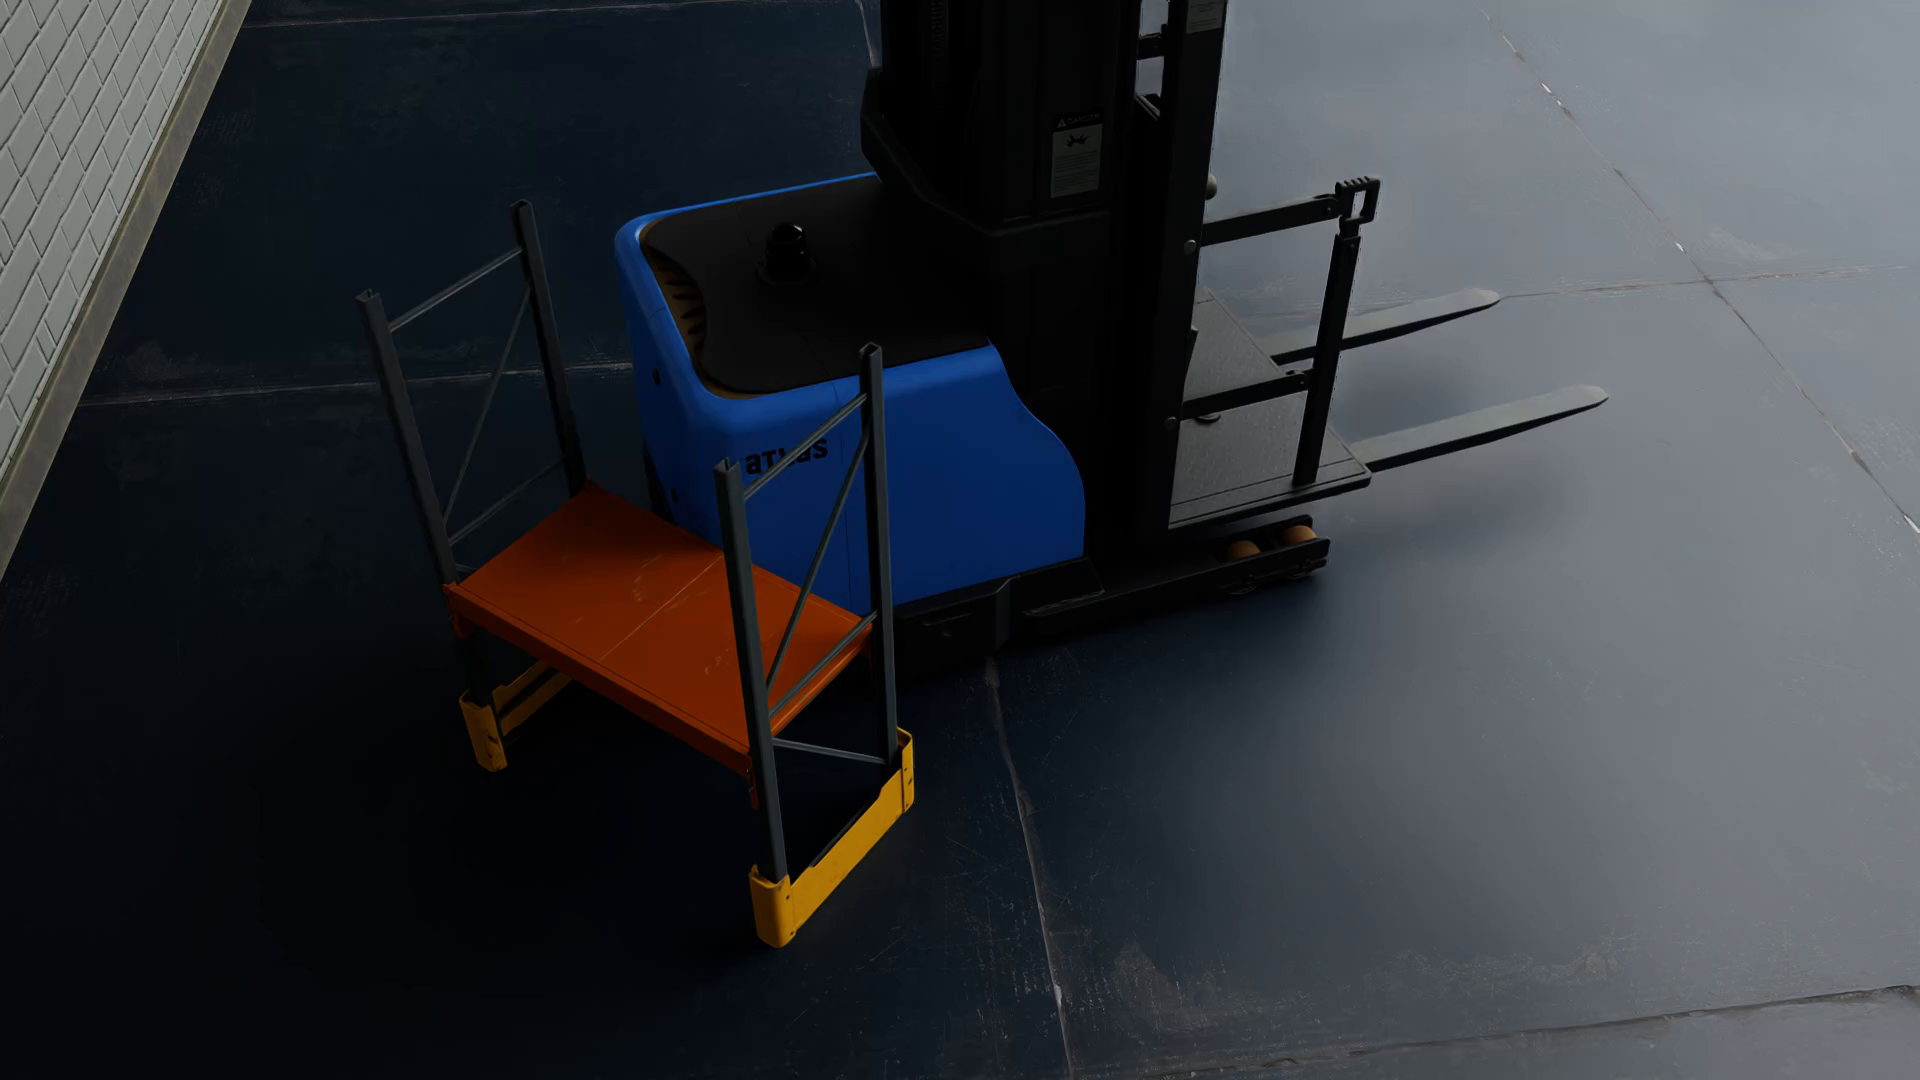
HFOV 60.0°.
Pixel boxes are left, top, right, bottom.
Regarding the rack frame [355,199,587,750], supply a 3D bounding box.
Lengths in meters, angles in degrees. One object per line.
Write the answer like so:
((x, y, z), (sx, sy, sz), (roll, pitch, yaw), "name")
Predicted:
((-1.153, -0.100, 4.240), (0.032, 1.500, 0.500), (25, 48, 25), "rack frame")

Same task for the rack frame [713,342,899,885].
((-0.315, 0.286, 3.812), (0.032, 1.500, 0.500), (25, 48, 25), "rack frame")

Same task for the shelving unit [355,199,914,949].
((-0.726, 0.096, 4.022), (1.083, 1.500, 0.587), (25, 48, 25), "shelving unit")

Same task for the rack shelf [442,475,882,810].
((-0.734, 0.226, 4.147), (1.000, 0.185, 0.538), (25, 48, 25), "rack shelf")

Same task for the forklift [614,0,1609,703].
((0.591, -1.239, 4.435), (3.031, 2.935, 1.130), (-14, 44, -15), "forklift")

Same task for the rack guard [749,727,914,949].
((-0.315, 0.749, 4.232), (0.087, 0.250, 0.587), (25, 48, 25), "rack guard")

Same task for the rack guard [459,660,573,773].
((-1.136, 0.371, 4.651), (0.087, 0.250, 0.587), (25, 48, 25), "rack guard")
